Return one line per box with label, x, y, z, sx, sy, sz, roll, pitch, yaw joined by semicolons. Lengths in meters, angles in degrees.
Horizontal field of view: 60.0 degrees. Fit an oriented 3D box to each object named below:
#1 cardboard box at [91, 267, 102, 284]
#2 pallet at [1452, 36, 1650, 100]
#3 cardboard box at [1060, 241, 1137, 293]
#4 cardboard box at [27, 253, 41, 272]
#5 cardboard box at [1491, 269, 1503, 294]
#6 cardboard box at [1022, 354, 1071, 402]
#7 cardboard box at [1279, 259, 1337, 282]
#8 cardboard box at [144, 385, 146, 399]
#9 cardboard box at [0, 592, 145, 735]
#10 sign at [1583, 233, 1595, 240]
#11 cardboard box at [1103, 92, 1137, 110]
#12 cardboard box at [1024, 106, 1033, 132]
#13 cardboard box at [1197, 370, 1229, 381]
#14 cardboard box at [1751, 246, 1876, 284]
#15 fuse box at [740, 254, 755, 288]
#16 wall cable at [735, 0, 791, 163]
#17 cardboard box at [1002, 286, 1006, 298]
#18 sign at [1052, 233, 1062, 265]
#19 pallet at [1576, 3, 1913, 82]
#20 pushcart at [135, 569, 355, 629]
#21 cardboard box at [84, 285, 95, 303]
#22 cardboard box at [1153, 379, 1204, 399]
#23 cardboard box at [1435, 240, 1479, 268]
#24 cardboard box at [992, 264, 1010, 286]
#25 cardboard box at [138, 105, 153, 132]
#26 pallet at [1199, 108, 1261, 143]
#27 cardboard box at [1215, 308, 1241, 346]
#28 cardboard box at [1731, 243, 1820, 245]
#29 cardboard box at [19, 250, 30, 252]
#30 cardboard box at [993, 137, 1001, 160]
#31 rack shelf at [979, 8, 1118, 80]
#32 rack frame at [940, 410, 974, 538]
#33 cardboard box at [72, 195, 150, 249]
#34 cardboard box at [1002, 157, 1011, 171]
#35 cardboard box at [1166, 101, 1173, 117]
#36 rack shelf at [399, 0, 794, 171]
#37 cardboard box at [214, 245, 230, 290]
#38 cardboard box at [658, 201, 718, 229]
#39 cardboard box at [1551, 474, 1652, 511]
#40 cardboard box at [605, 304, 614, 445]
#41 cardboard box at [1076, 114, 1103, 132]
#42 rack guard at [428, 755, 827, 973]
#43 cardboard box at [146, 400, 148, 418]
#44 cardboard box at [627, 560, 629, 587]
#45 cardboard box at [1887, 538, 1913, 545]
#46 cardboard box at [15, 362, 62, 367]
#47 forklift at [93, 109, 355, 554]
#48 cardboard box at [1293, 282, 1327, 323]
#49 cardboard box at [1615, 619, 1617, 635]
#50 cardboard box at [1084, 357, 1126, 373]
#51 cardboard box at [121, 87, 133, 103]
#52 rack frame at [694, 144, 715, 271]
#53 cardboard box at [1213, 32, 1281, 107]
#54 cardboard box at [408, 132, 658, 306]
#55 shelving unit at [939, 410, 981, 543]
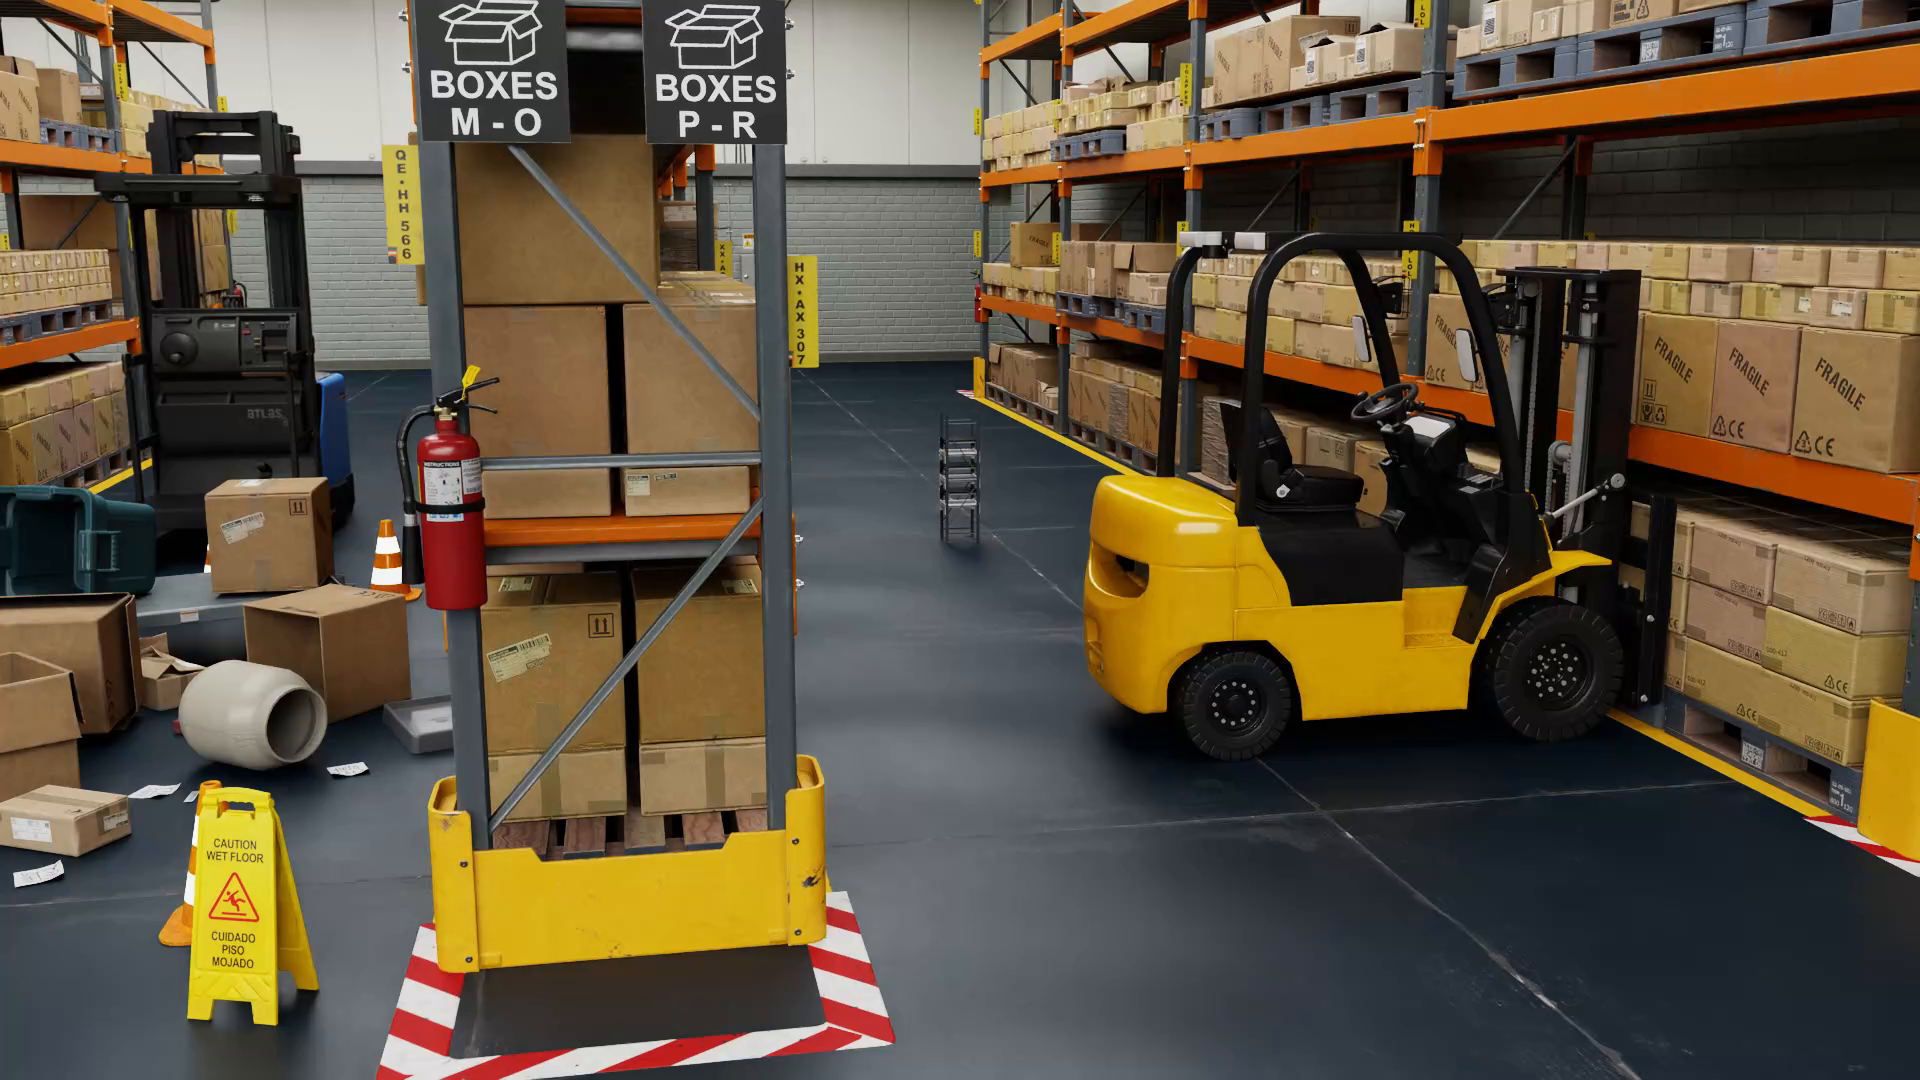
cardboard box;-7.845;-2.341;14.729;0.380;0.149;0.250;-2;11;-11
pallet;3.283;-2.413;8.569;1.003;0.211;1.213;-2;11;-11
cardboard box;1.410;-2.765;16.809;0.700;0.500;0.500;-2;11;-10
cardboard box;-7.547;-2.201;13.194;0.380;0.149;0.250;-2;11;-9
cardboard box;3.025;-1.344;8.735;0.380;0.149;0.250;-2;11;-11
cardboard box;1.114;-1.854;18.977;0.700;0.500;0.500;-3;11;-13
cardboard box;2.402;-1.840;11.341;0.380;0.149;0.250;-2;11;-13
cardboard box;-8.032;-1.395;15.915;0.380;0.149;0.250;-2;11;-9
cardboard box;-4.014;0.534;7.180;0.797;0.637;0.503;-2;11;-11
sign;3.636;-1.624;9.677;0.100;0.325;0.005;-2;11;-11
cardboard box;1.521;-4.007;15.189;0.380;0.149;0.250;-2;11;-11
cardboard box;1.004;-4.668;18.443;0.500;0.250;0.500;-2;11;-10
cardboard box;2.305;-1.468;15.216;0.380;0.149;0.250;-2;11;-12
cardboard box;3.462;-1.117;6.743;0.380;0.149;0.250;-2;11;-11
fuse box;-3.141;-3.609;26.079;0.539;1.711;0.414;-2;11;-11
wall cable;-2.015;-7.278;25.769;2.988;3.039;0.133;-2;11;-11
cardboard box;0.722;-3.006;20.137;0.380;0.149;0.250;-2;11;-9
sign;1.005;-3.010;17.175;0.100;0.325;0.005;-2;11;-11
pallet;3.517;-2.190;7.395;1.003;0.211;1.213;-2;11;-11
pushcart;-4.003;0.423;8.467;1.648;0.377;0.936;-6;13;-31
cardboard box;-7.799;-2.150;14.520;0.380;0.149;0.250;-2;11;-11
cardboard box;1.886;-1.300;14.331;0.380;0.149;0.250;-3;11;-14
cardboard box;2.863;-1.584;9.196;0.380;0.149;0.250;-2;11;-10
cardboard box;0.680;-3.227;20.233;0.500;0.250;0.500;-2;11;-10
cardboard box;-8.119;-4.060;16.049;0.500;0.250;0.500;-2;11;-11
pallet;2.533;-3.132;12.612;1.213;0.211;1.003;-2;11;-8
cardboard box;2.253;-1.616;12.566;0.500;0.250;0.500;-2;11;-12
cardboard box;3.741;-1.273;7.566;0.380;0.149;0.250;-2;11;-11
cardboard box;-8.543;-2.513;14.833;0.380;0.149;0.250;-2;11;-8
cardboard box;0.695;-4.702;19.961;0.500;0.250;0.500;-2;11;-10
rack shelf;1.147;-5.565;18.800;1.077;0.370;4.000;-2;11;-11
rack frame;-0.021;-0.462;11.718;0.240;0.900;0.006;-2;11;-11
cardboard box;-8.017;-3.004;15.722;0.500;0.500;0.500;-2;11;-10
cardboard box;0.707;-4.431;19.604;0.380;0.149;0.250;-2;11;-11
cardboard box;1.951;-3.622;14.016;0.380;0.149;0.250;-2;11;-10
rack shelf;-1.388;-1.711;6.565;1.077;0.370;4.000;-2;11;-11
cardboard box;-8.607;-3.082;18.805;0.500;0.500;0.500;-2;11;-10
cardboard box;-1.521;-1.777;9.090;0.380;0.149;0.250;-2;11;-11
cardboard box;3.075;-0.200;8.284;0.500;0.250;0.500;-2;11;-9
cardboard box;-1.467;-0.601;5.768;0.500;0.500;0.500;-2;11;-11
cardboard box;1.331;-4.001;15.956;0.380;0.149;0.250;-2;11;-10
rack guard;-1.013;0.990;5.158;1.175;0.500;0.348;-2;11;-11
cardboard box;-7.925;-1.256;15.981;0.380;0.149;0.250;-2;11;-8
cardboard box;-1.811;0.034;7.720;0.500;0.500;0.500;-2;11;-9
cardboard box;3.962;0.153;6.427;0.500;0.250;0.500;-2;11;-12
cardboard box;-8.284;-1.428;14.733;0.500;0.250;0.500;-3;11;-14
forklift;-4.953;-1.375;11.083;1.130;2.935;3.031;-2;11;-9
cardboard box;2.544;-1.580;11.037;0.500;0.250;0.500;-2;11;-10
cardboard box;3.169;0.386;7.875;0.500;0.250;0.500;-2;11;-9
cardboard box;1.474;-1.780;16.852;0.380;0.149;0.250;-2;11;-13
cardboard box;-8.008;-4.181;15.616;0.380;0.149;0.250;-3;11;-13
rack frame;-1.777;-0.958;8.706;1.000;3.000;0.127;-2;11;-11
cardboard box;2.215;-3.509;12.429;0.500;0.500;0.500;-2;11;-11
cardboard box;-1.312;-0.996;5.171;0.700;0.500;0.500;-2;11;-12
shelving unit;-0.002;-0.444;11.620;0.258;0.900;0.210;-2;11;-11
